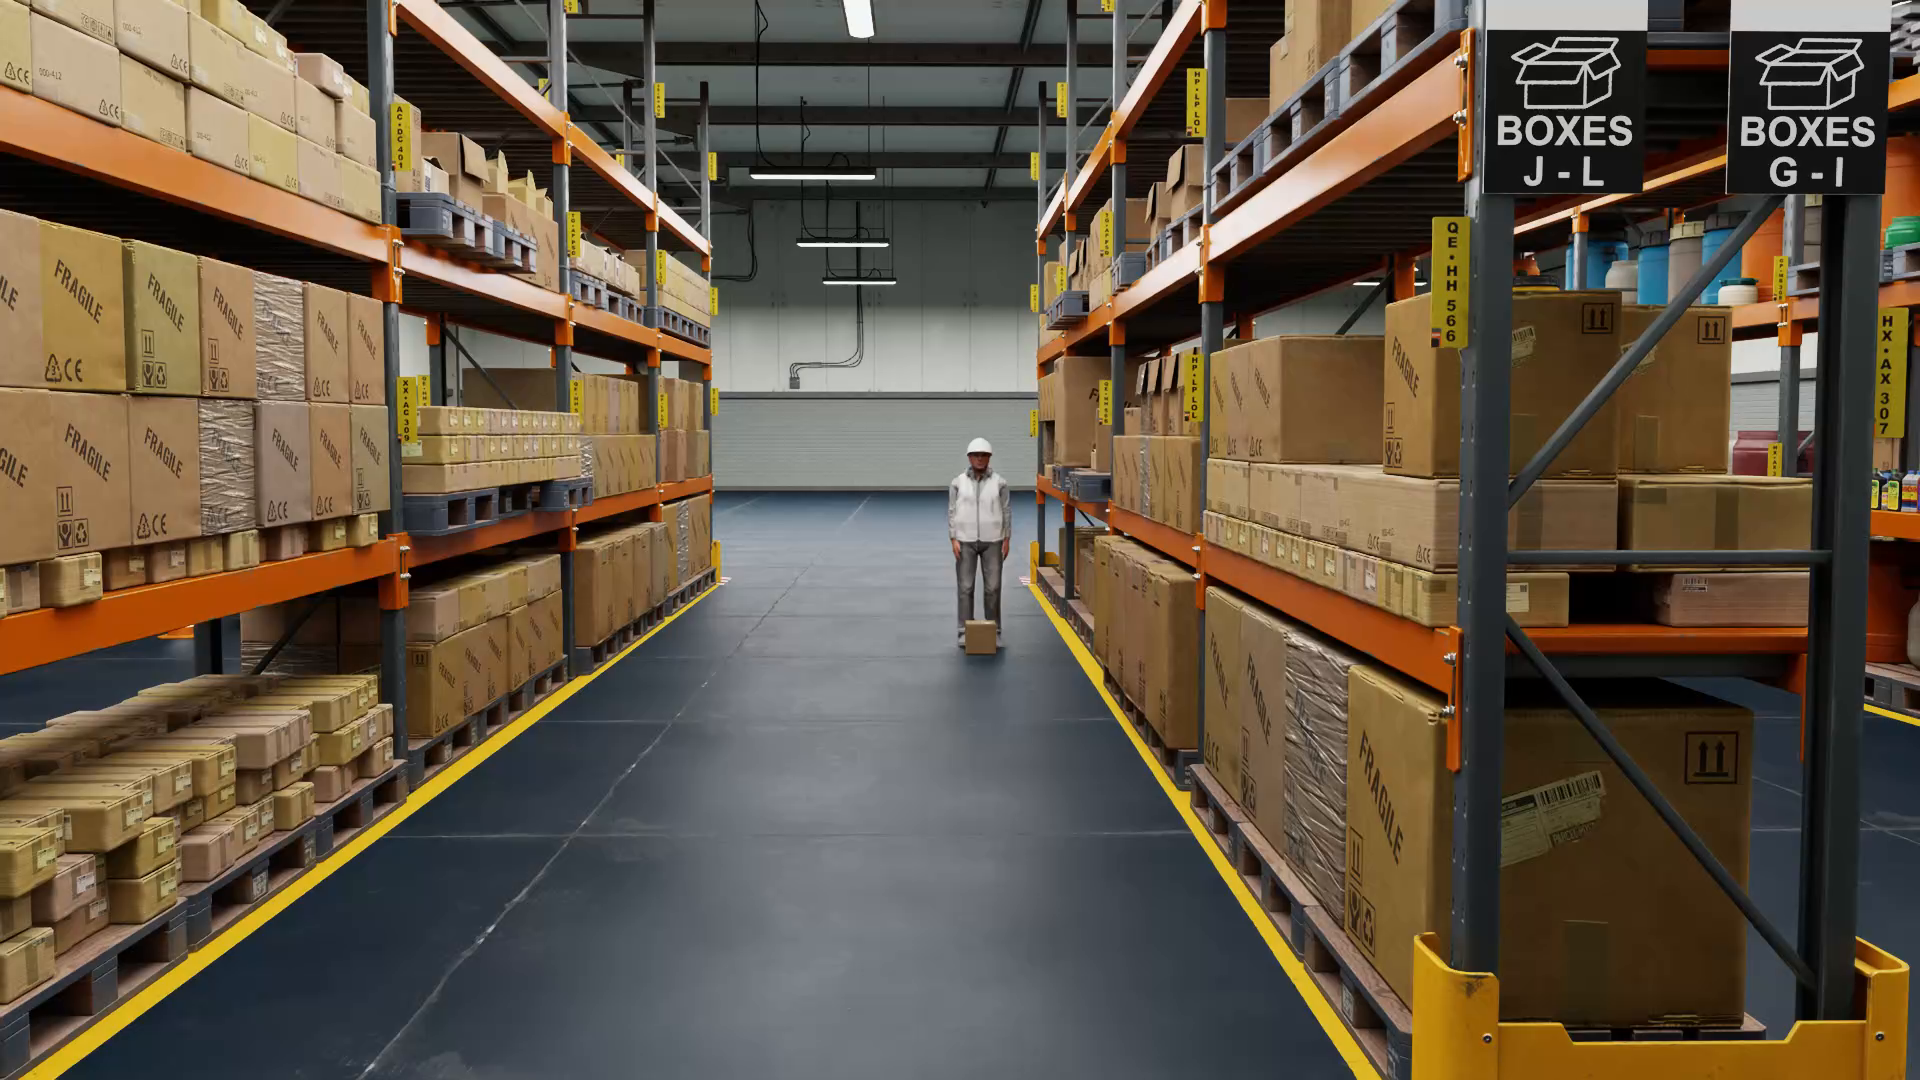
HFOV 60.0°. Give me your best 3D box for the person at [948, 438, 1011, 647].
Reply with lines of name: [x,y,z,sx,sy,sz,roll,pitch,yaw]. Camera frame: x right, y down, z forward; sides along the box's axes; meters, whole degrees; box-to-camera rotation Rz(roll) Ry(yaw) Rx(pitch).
person: [0.168,0.029,14.237,0.540,1.801,0.380,0,4,0]
